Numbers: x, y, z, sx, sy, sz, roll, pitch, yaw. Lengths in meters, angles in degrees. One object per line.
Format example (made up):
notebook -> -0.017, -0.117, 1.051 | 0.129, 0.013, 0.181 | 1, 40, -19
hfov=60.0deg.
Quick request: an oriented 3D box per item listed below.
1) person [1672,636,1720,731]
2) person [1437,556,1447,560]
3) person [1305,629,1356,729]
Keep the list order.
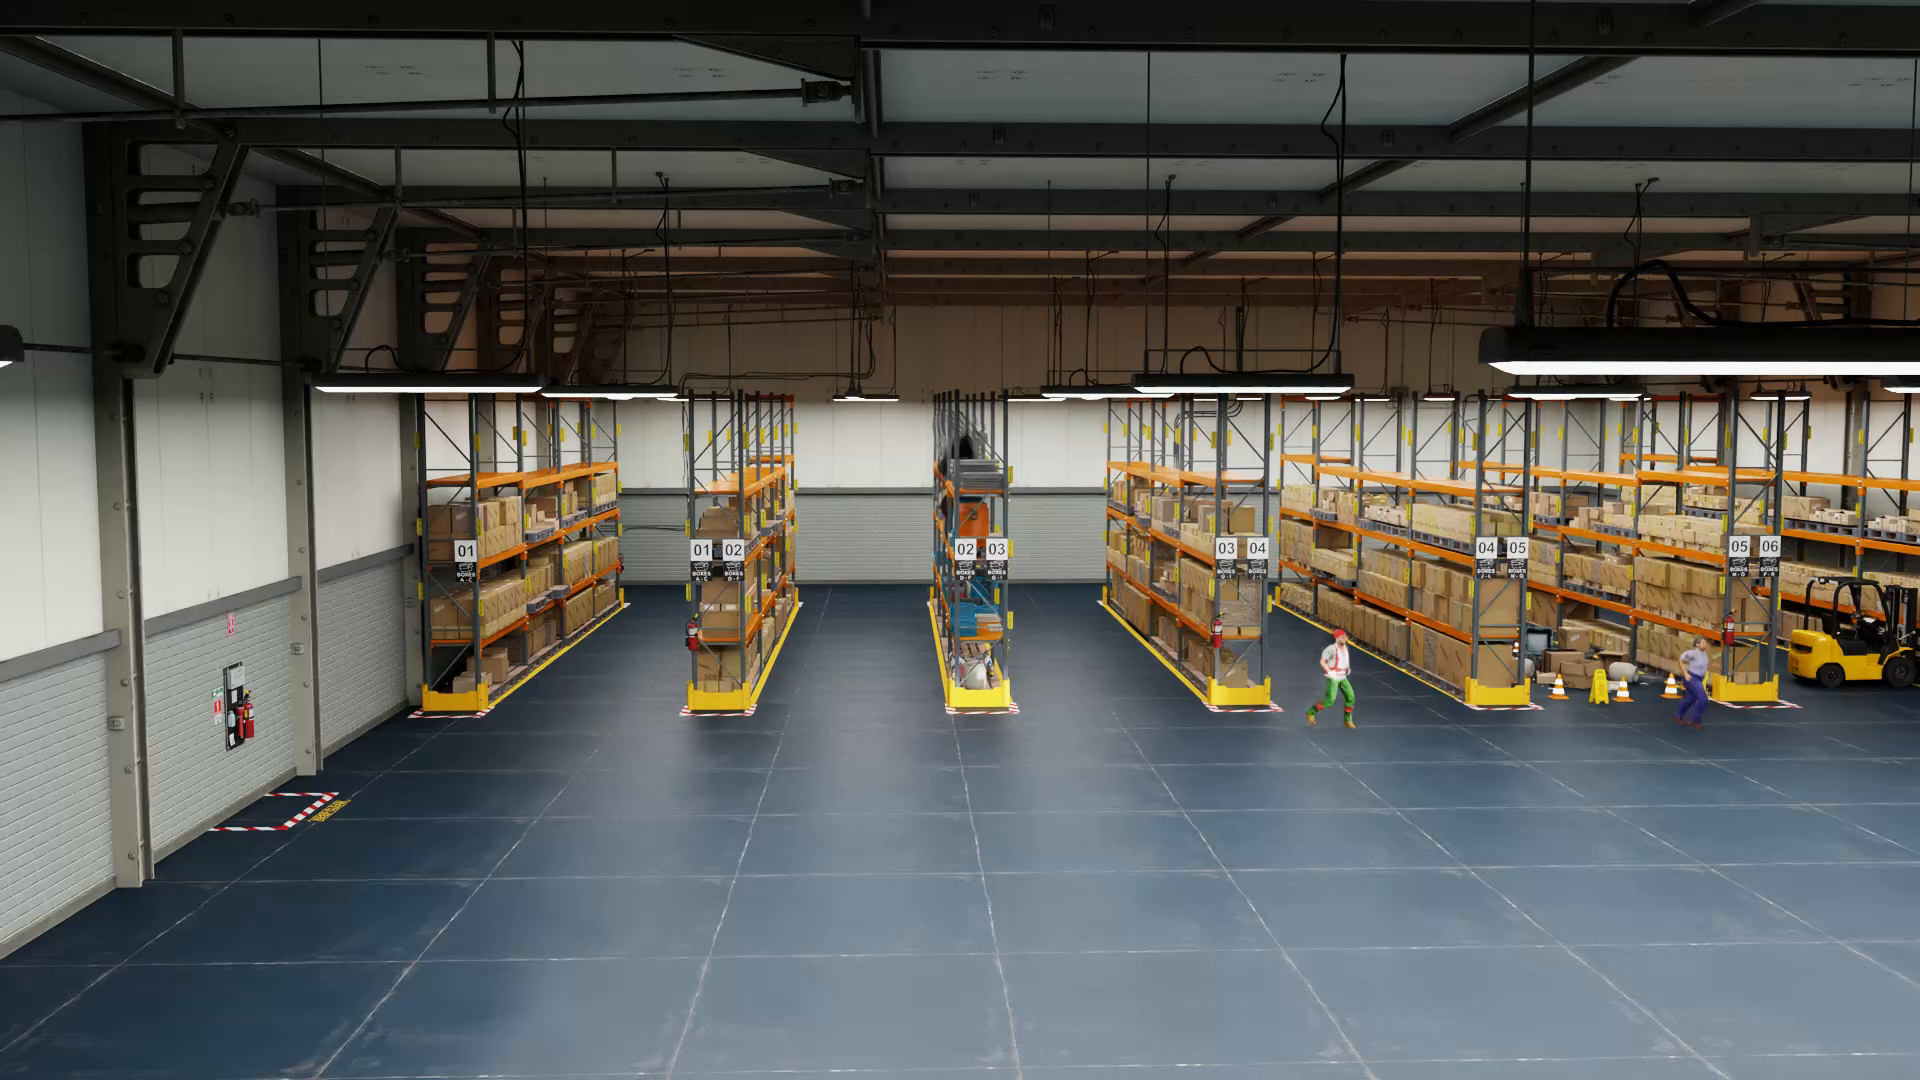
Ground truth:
person -> 12.949, 2.535, 29.312 | 0.782, 1.700, 0.601 | 5, 7, 44
person -> 14.393, 0.848, 49.607 | 0.578, 1.681, 0.657 | -1, 5, -10
person -> 6.633, 2.464, 29.462 | 0.885, 1.778, 0.732 | -4, 6, -41
